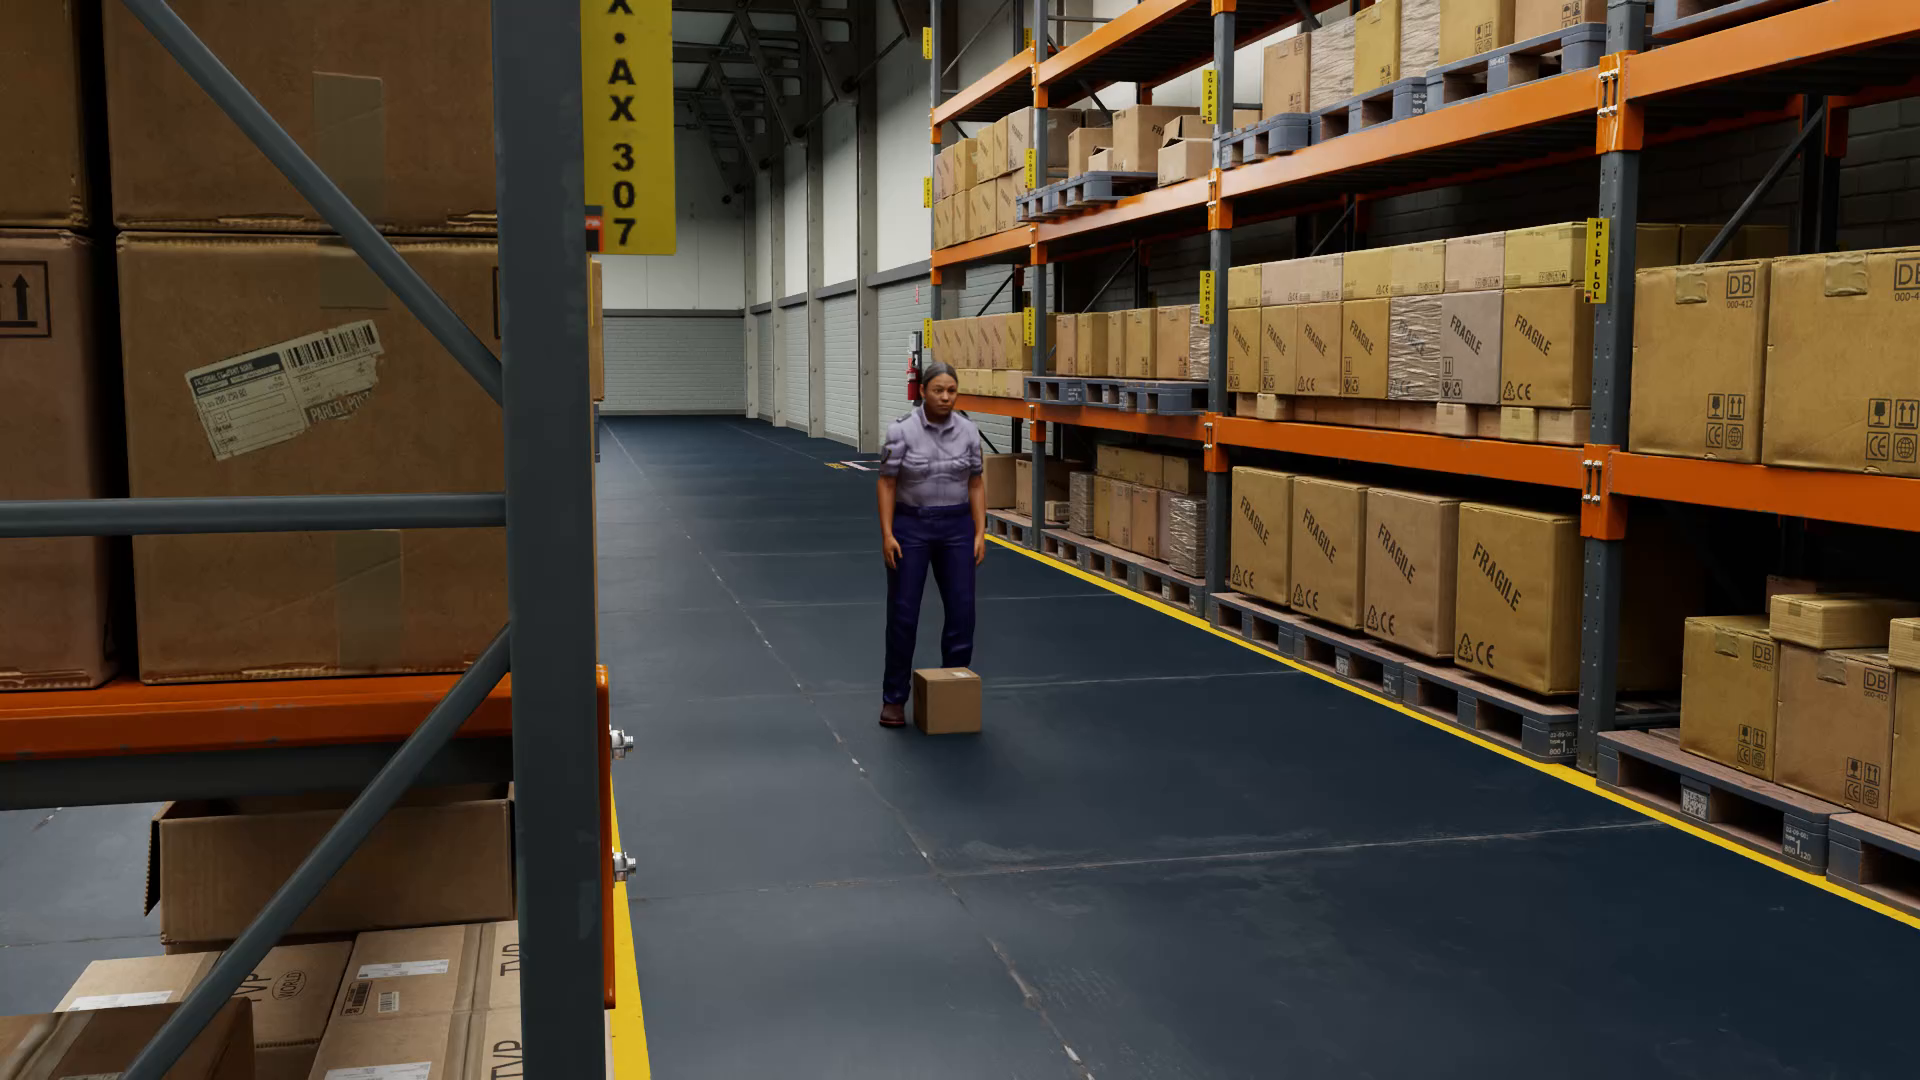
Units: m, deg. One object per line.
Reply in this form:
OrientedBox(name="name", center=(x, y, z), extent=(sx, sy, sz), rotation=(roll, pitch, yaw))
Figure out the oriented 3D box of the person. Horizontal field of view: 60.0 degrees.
OrientedBox(name="person", center=(-0.126, 0.009, 7.638), extent=(0.539, 1.652, 0.422), rotation=(-2, 6, -16))
